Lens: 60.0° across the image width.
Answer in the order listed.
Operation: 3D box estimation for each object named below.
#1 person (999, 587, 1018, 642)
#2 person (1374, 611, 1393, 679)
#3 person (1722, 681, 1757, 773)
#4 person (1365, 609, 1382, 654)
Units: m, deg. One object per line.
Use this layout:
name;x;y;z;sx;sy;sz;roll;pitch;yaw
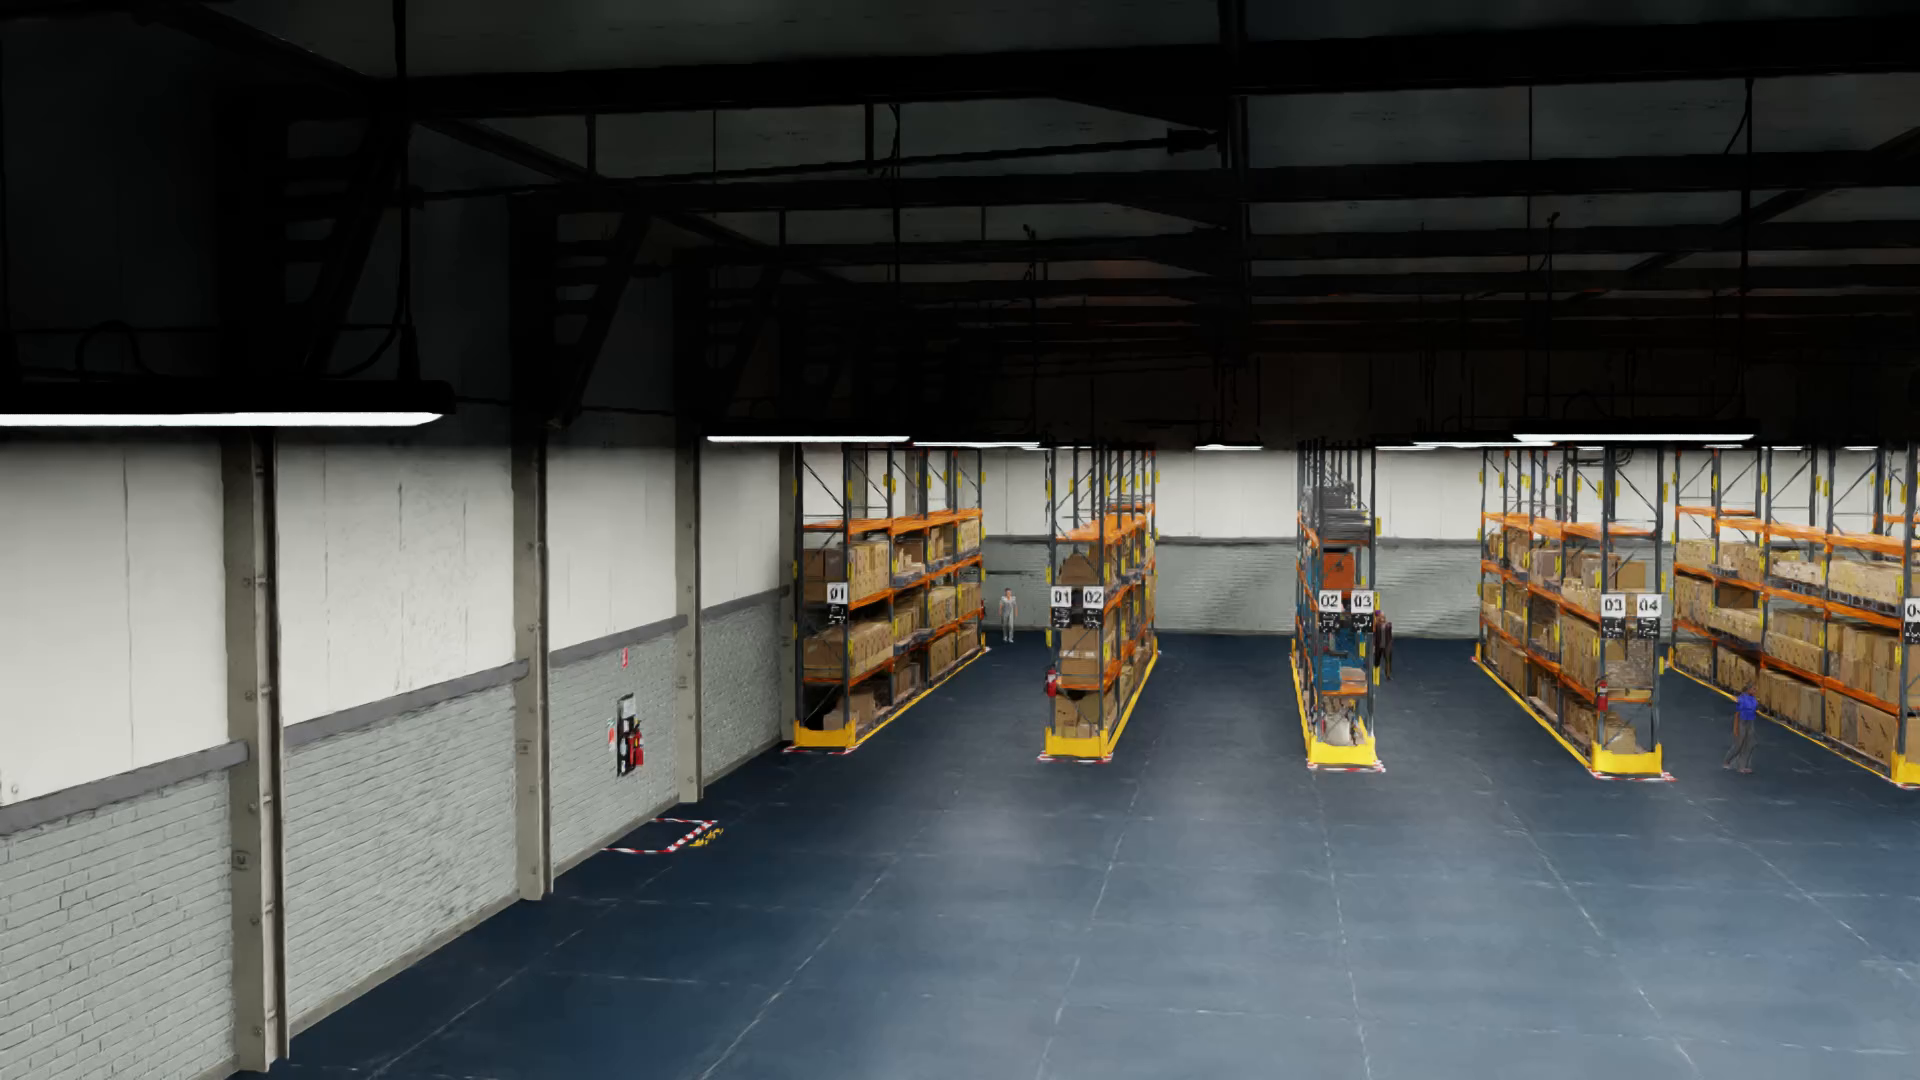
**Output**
person;1.461;2.242;50.419;0.572;1.634;0.687;0;3;2
person;10.630;2.632;41.910;0.601;1.694;1.186;0;3;8
person;13.954;3.336;29.756;0.517;1.632;0.528;-2;3;-26
person;11.708;2.365;47.061;0.541;1.760;0.661;-1;3;-16
